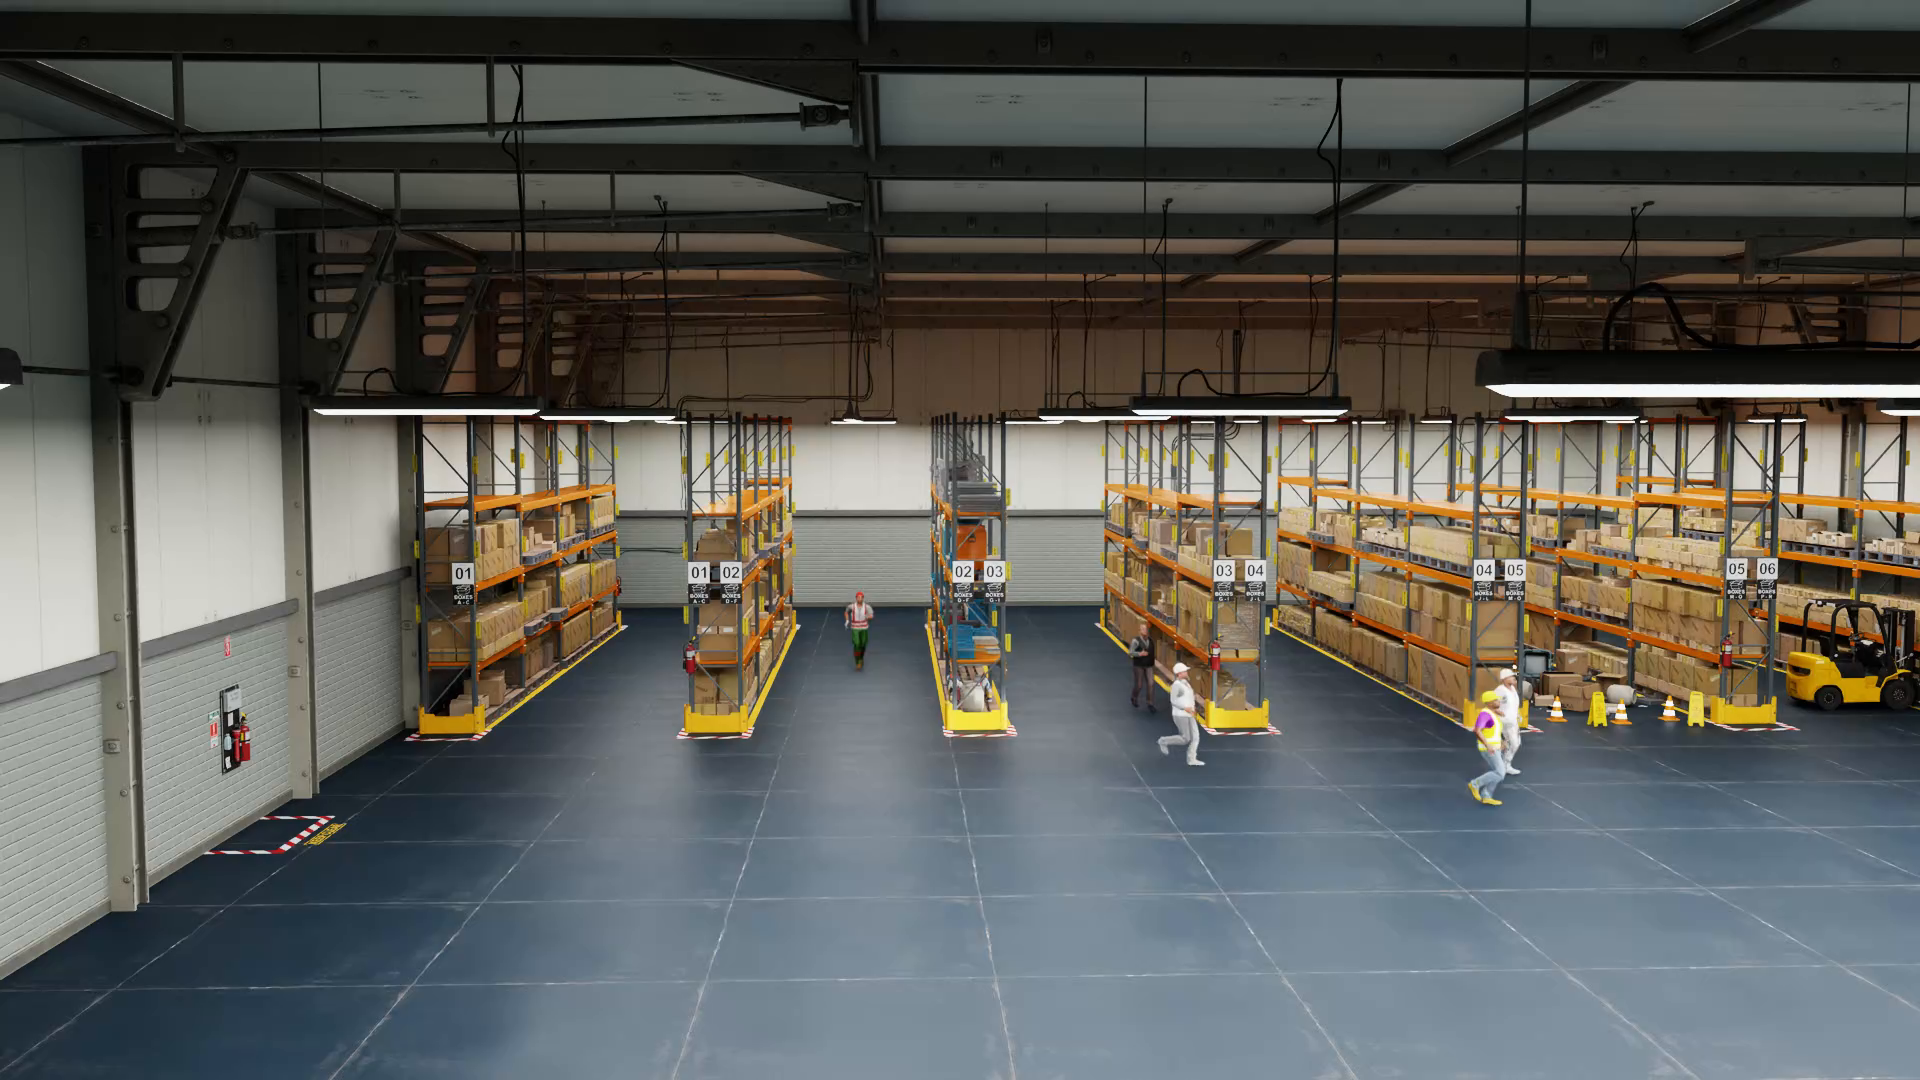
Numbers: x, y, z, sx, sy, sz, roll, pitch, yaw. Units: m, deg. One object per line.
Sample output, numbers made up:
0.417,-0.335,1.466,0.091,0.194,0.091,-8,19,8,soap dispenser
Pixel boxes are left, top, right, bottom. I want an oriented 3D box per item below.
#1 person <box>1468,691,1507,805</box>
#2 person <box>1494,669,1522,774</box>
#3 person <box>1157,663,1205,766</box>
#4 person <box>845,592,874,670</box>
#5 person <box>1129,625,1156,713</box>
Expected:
7.997,3.147,25.186,0.546,1.726,0.693,2,4,26,person
8.961,2.985,27.463,0.641,1.739,0.730,3,5,37,person
3.773,2.949,28.181,0.808,1.737,0.677,2,4,28,person
-2.375,2.116,39.403,0.659,1.787,0.980,-1,4,-11,person
3.694,2.556,33.419,0.661,1.715,0.906,-1,4,-17,person
